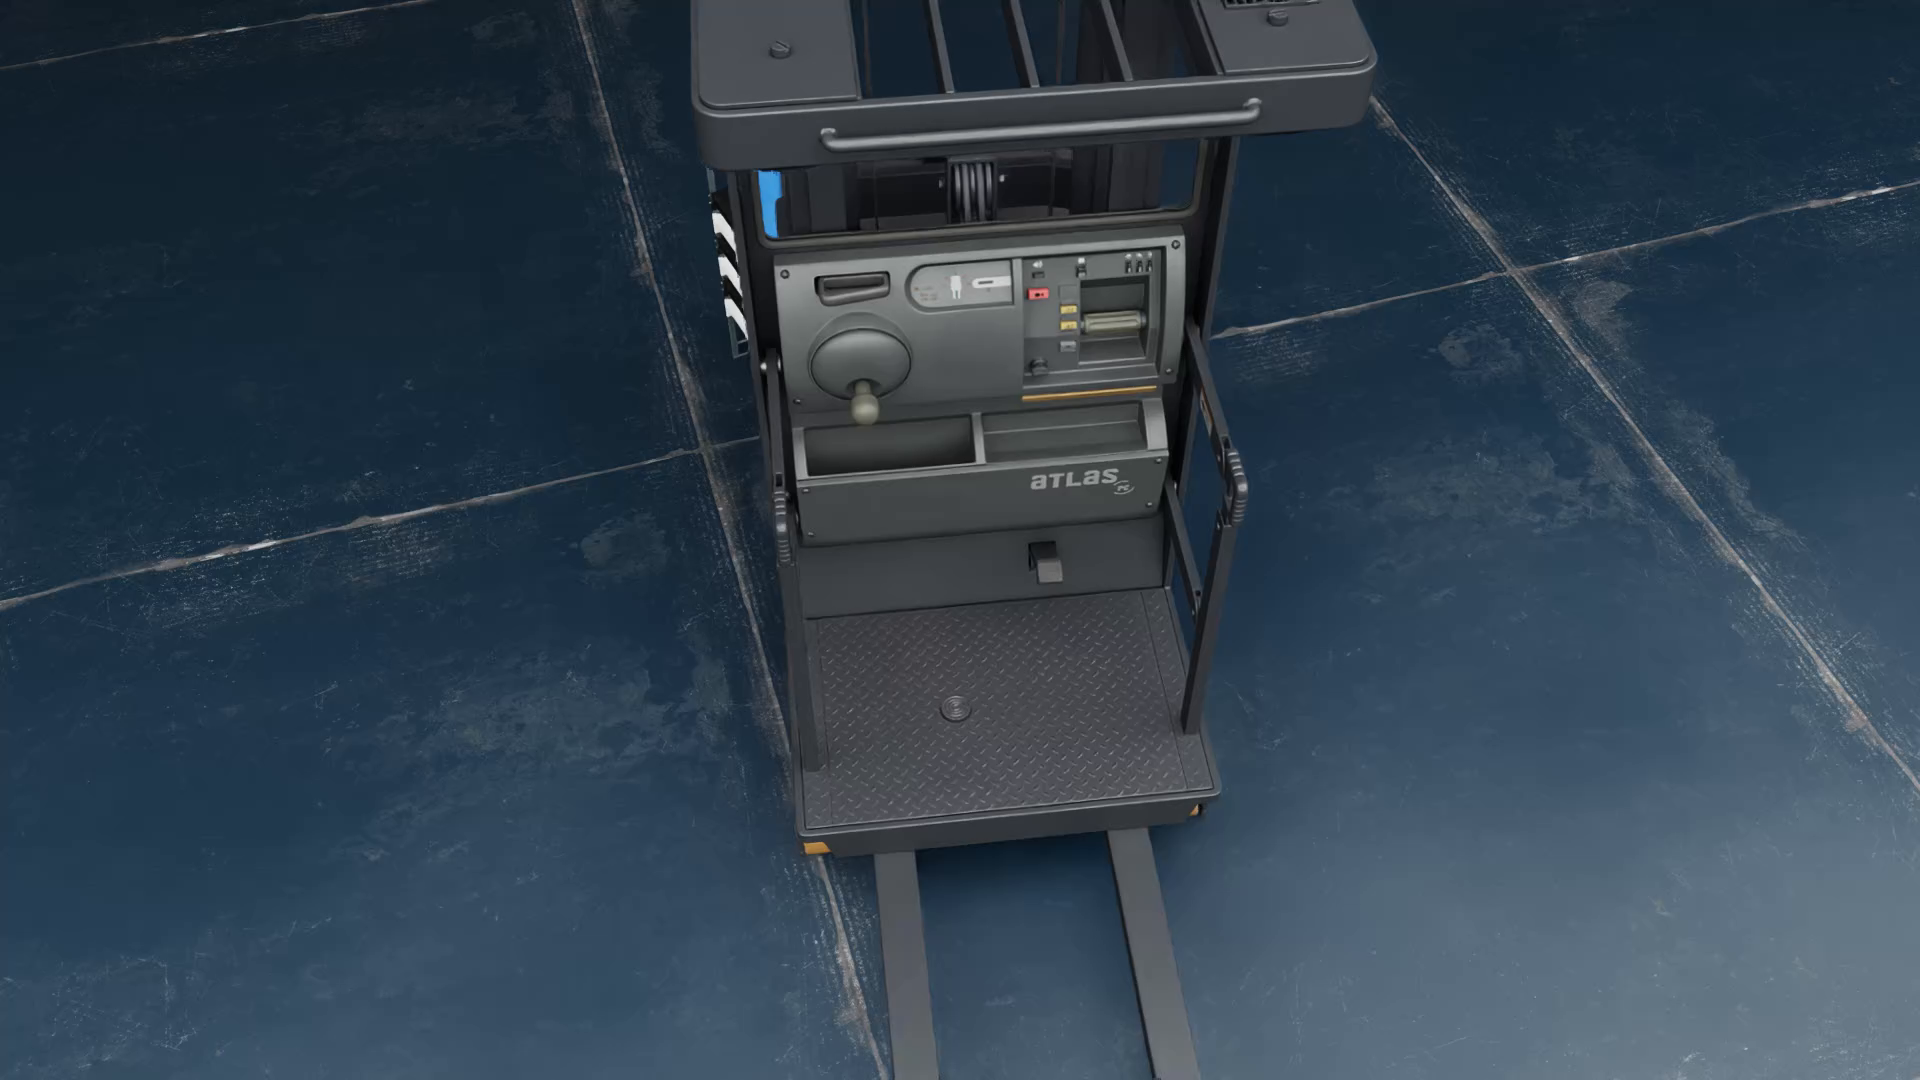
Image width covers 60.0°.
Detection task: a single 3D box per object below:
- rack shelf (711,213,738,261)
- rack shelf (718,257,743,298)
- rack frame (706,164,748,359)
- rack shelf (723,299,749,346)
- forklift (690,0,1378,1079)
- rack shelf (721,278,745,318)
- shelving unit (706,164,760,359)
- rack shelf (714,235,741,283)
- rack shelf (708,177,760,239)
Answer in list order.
[{"bbox_3d":[-0.633,-0.993,5.307,0.258,0.077,0.200,-23,54,-18],"label":"rack shelf"},{"bbox_3d":[-0.633,-0.877,5.444,0.258,0.077,0.200,-23,54,-18],"label":"rack shelf"},{"bbox_3d":[-0.682,-0.967,5.476,0.240,0.900,0.006,-23,54,-18],"label":"rack frame"},{"bbox_3d":[-0.633,-0.761,5.582,0.258,0.077,0.200,-23,54,-18],"label":"rack shelf"},{"bbox_3d":[0.078,-0.381,3.654,1.130,2.935,3.031,-5,50,-4],"label":"forklift"},{"bbox_3d":[-0.633,-0.819,5.513,0.258,0.077,0.200,-23,54,-18],"label":"rack shelf"},{"bbox_3d":[-0.633,-0.898,5.419,0.258,0.900,0.210,-23,54,-18],"label":"shelving unit"},{"bbox_3d":[-0.633,-0.935,5.375,0.258,0.077,0.200,-23,54,-18],"label":"rack shelf"},{"bbox_3d":[-0.633,-1.051,5.238,0.258,0.077,0.200,-23,54,-18],"label":"rack shelf"}]
